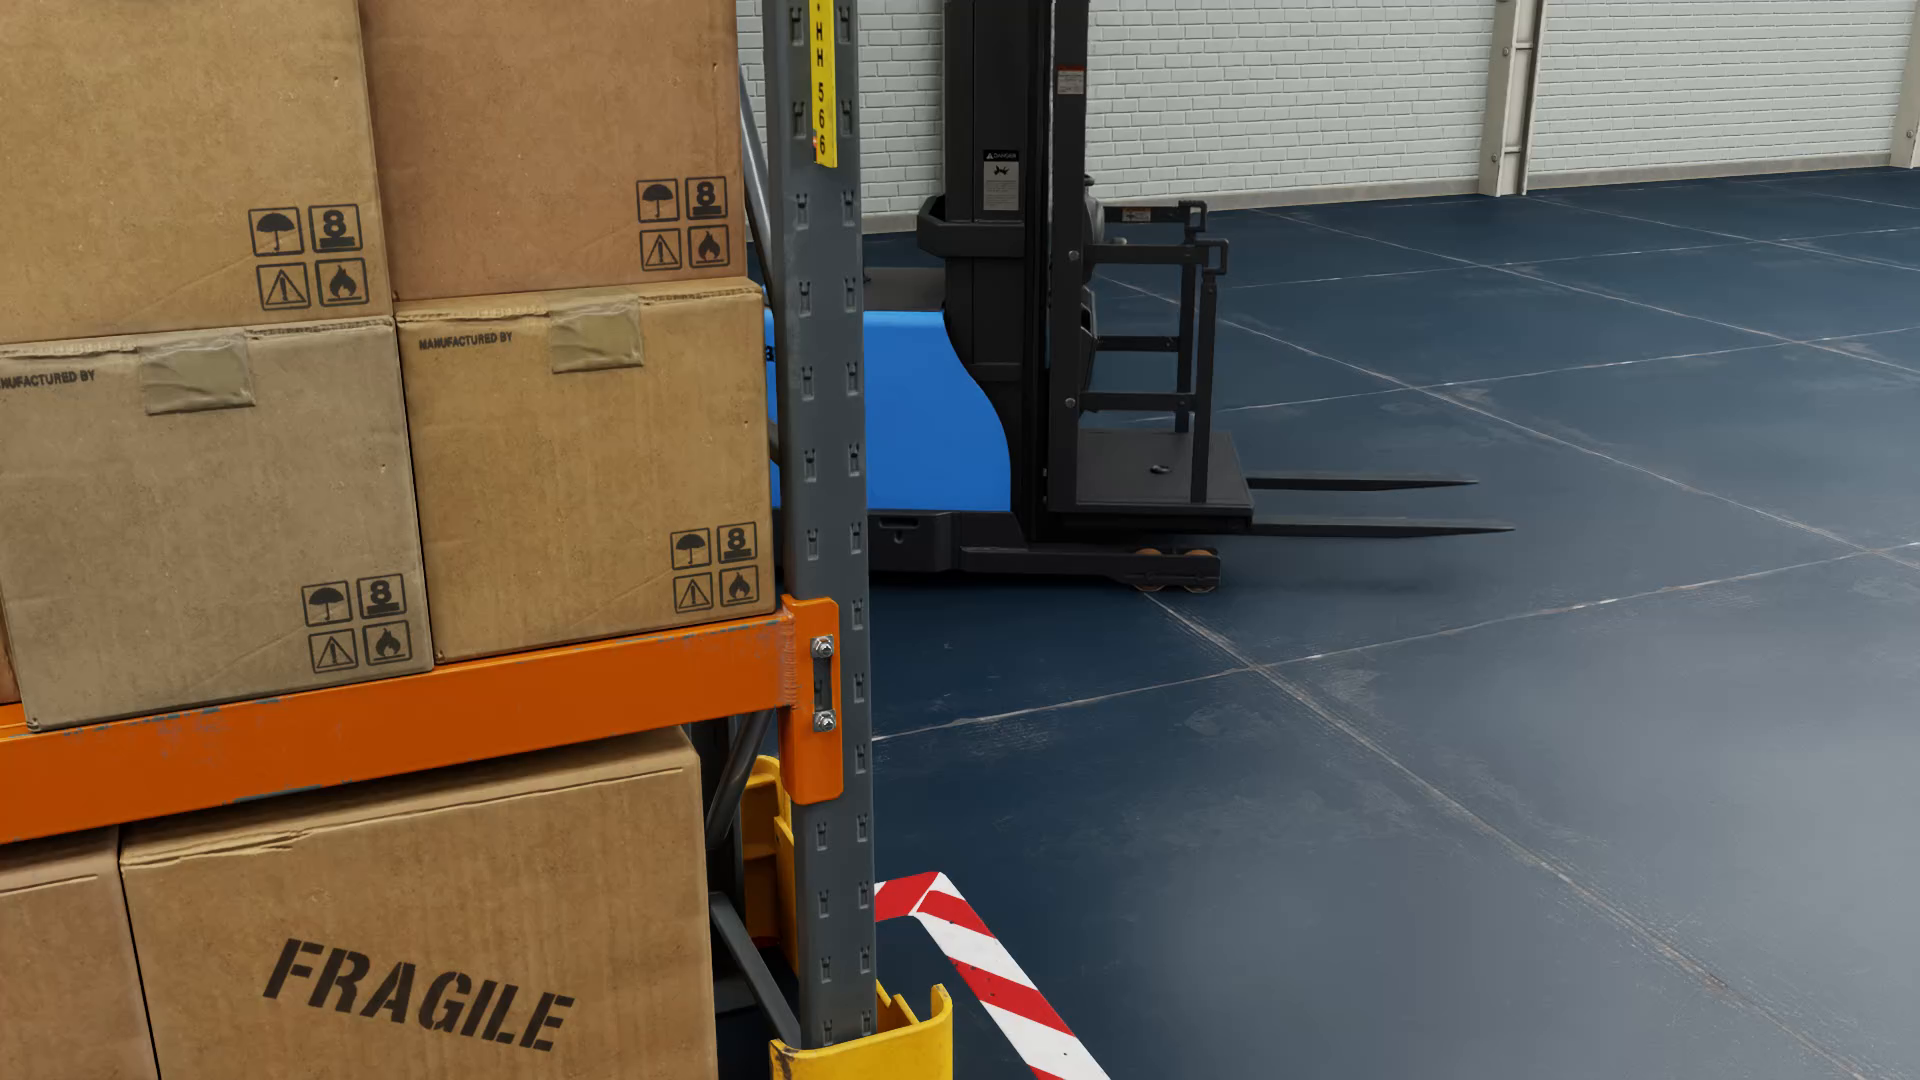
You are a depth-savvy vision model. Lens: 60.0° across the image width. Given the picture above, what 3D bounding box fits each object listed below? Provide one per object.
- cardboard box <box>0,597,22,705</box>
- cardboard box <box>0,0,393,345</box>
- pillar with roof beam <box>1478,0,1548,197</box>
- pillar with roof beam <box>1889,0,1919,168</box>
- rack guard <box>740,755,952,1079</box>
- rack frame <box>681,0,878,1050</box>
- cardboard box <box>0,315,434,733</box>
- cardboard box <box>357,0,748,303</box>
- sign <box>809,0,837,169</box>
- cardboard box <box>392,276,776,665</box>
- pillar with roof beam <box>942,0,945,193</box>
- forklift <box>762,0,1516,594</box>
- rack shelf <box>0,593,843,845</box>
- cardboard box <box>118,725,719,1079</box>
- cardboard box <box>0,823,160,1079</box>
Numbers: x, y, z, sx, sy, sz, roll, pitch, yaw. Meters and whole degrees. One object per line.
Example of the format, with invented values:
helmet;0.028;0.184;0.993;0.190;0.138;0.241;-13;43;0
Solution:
cardboard box;-1.788;-0.118;2.616;0.550;0.550;0.875;-8;21;-22
cardboard box;-1.230;-0.667;2.548;0.550;0.550;0.875;-8;21;-22
pillar with roof beam;7.299;-6.513;11.969;0.400;9.000;9.100;-8;21;-22
pillar with roof beam;12.809;-7.302;14.211;0.400;9.000;9.100;-8;21;-22
rack guard;-0.383;0.951;3.567;0.348;0.500;1.175;-8;21;-22
rack frame;-0.405;-0.225;3.143;0.127;3.000;1.000;-8;21;-22
cardboard box;-1.224;-0.154;2.716;0.550;0.550;0.875;-8;21;-22
cardboard box;-0.761;-0.768;2.834;0.550;0.550;0.875;-8;21;-22
sign;-0.203;-0.715;2.436;0.005;0.325;0.100;-8;21;-22
cardboard box;-0.728;-0.233;2.940;0.550;0.550;0.875;-8;21;-22
pillar with roof beam;1.790;-5.723;9.728;0.400;9.000;9.100;-8;21;-22
forklift;0.677;-1.358;6.466;3.031;2.935;1.130;1;19;3
rack shelf;-2.241;0.378;2.515;4.000;0.370;1.077;-8;21;-22
cardboard box;-1.001;0.689;3.116;0.875;0.875;0.875;-8;21;-22
cardboard box;-1.809;0.805;2.785;0.875;0.875;0.875;-9;21;-23
